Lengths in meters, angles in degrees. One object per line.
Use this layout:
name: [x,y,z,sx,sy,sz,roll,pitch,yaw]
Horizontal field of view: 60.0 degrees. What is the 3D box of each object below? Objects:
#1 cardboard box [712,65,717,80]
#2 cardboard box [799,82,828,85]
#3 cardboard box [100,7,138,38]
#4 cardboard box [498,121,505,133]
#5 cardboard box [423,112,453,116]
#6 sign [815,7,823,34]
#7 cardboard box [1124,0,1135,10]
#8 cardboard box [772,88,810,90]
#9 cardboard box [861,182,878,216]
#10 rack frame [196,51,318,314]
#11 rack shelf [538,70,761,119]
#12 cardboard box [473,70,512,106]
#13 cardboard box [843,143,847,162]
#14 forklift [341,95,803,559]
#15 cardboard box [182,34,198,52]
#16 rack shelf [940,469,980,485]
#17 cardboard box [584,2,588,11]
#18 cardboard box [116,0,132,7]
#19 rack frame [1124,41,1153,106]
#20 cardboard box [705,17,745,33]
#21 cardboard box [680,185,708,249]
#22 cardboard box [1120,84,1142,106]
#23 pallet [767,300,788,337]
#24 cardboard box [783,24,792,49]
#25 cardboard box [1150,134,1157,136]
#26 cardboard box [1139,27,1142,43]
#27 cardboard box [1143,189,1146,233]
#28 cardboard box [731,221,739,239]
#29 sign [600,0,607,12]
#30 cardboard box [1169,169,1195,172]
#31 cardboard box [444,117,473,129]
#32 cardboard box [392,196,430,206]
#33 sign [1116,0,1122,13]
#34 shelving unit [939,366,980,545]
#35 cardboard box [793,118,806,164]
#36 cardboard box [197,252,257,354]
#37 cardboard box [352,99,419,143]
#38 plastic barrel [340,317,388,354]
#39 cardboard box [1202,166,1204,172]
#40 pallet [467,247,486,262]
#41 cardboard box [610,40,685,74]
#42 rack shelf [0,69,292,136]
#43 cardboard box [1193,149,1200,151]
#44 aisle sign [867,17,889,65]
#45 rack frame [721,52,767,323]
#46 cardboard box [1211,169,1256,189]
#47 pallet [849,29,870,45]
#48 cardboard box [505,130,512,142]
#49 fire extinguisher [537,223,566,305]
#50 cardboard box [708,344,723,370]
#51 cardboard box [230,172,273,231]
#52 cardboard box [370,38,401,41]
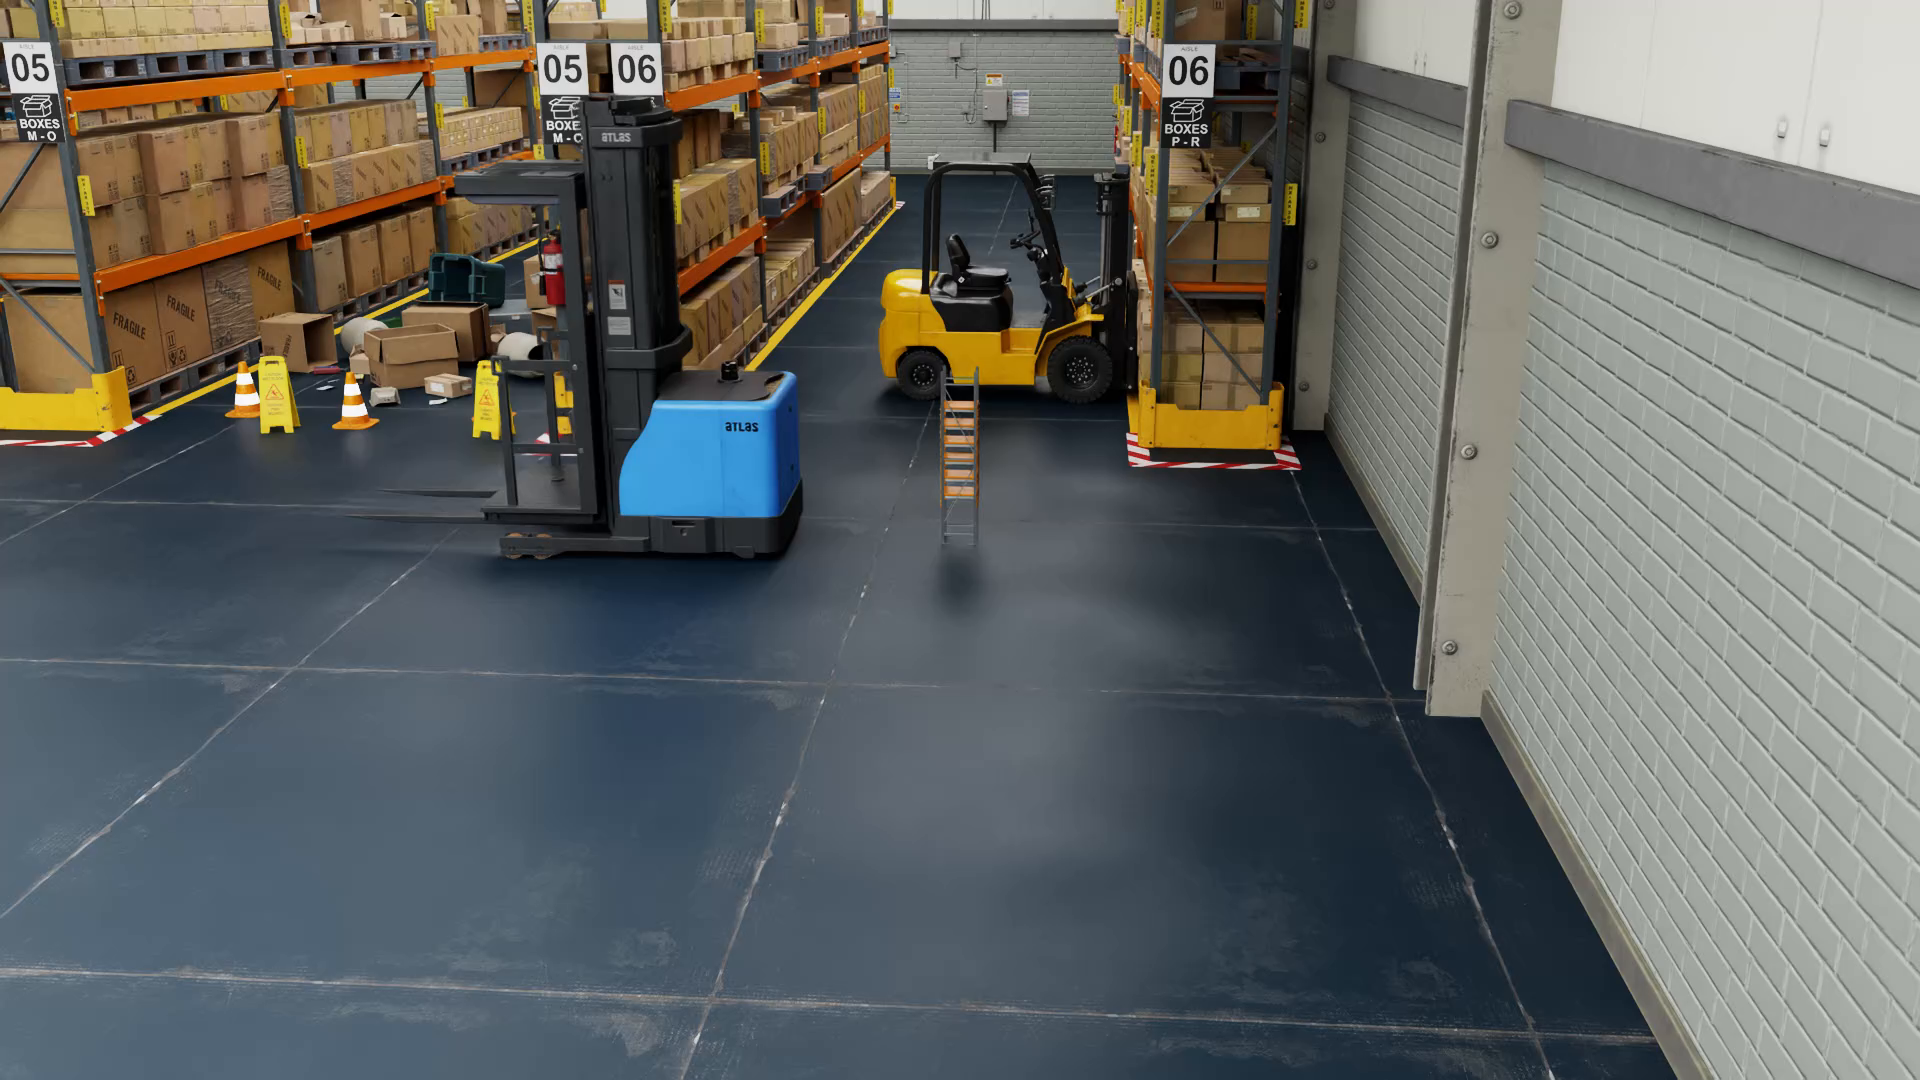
cardboard box: [-2.498,-4.395,15.604,0.380,0.149,0.250,2,18,5]
cardboard box: [-2.257,-6.751,25.444,0.500,0.500,0.500,1,18,3]
cardboard box: [-7.494,-4.473,14.367,0.500,0.250,0.500,1,18,3]
cardboard box: [-6.845,-6.005,24.183,0.380,0.149,0.250,1,18,2]
cardboard box: [-7.519,-6.083,23.943,0.380,0.149,0.250,1,18,3]
sign: [-1.761,-6.492,20.771,0.100,0.325,0.005,1,18,4]
cardboard box: [2.566,-7.772,23.933,0.396,0.266,0.258,1,18,3]
cardboard box: [-2.381,-6.154,23.621,0.500,0.500,0.500,1,18,3]
cardboard box: [-1.799,-5.529,26.919,0.875,0.438,0.875,1,18,2]
rack frame: [-7.533,-3.671,17.808,1.000,3.000,0.127,1,18,4]
rack shelf: [-2.732,-4.054,15.316,1.077,0.370,4.000,1,18,4]
cardboard box: [-7.196,-6.971,25.637,0.500,0.500,0.500,1,18,2]
cardboard box: [-1.888,-5.545,23.770,0.500,0.250,0.500,1,18,2]
forklift: [-2.653,-1.428,11.074,3.031,2.935,1.130,1,18,3]
cardboard box: [-7.349,-4.629,15.485,0.380,0.149,0.250,1,18,4]
rack shelf: [-0.001,-0.409,11.274,0.258,0.103,0.180,1,18,4]
cardboard box: [-6.497,-8.994,28.035,0.380,0.149,0.250,2,18,5]
cardboard box: [-7.422,-4.693,14.398,0.380,0.149,0.250,1,18,4]
rack frame: [2.936,-5.966,24.814,1.000,3.000,0.127,1,18,4]
cardboard box: [-2.336,-5.091,16.447,0.380,0.149,0.250,1,18,3]
cardboard box: [-2.531,-2.840,14.634,0.500,0.500,0.500,2,18,6]
cardboard box: [2.815,-7.034,26.633,0.500,0.500,0.500,2,18,5]
pallet: [-2.534,-2.508,18.739,1.003,0.211,1.213,1,18,4]
cardboard box: [-2.111,-5.475,18.064,0.500,0.250,0.500,1,18,3]
cardboard box: [2.322,-4.824,20.126,0.380,0.149,0.250,2,18,5]
cardboard box: [2.227,-5.581,18.128,0.500,0.311,0.500,1,18,2]
cardboard box: [2.015,-3.078,15.838,0.500,0.500,0.500,1,18,3]
cardboard box: [-2.377,-3.050,16.317,0.380,0.149,0.250,1,18,3]
sign: [-6.121,-9.225,28.520,0.100,0.325,0.005,1,18,4]
cardboard box: [1.870,-3.171,14.602,0.380,0.149,0.250,2,18,5]
cardboard box: [-6.944,-5.741,22.900,0.380,0.149,0.250,2,18,6]
cardboard box: [-7.459,-4.499,22.472,0.500,0.250,0.500,1,18,3]
sign: [2.682,-9.062,28.039,0.100,0.325,0.005,1,18,4]
shelving unit: [-0.001,-0.566,11.222,0.258,1.200,0.189,1,18,4]
cardboard box: [-2.118,-4.757,19.811,0.500,0.500,0.500,0,18,0]
cardboard box: [-7.709,-2.387,16.627,0.875,0.875,0.875,1,18,4]
cardboard box: [-7.288,-5.296,21.003,0.700,0.500,0.500,1,18,4]
plastic barrel: [-6.084,-2.060,17.029,0.512,0.421,0.421,17,25,41]
cardboard box: [2.613,-3.653,16.553,0.380,0.149,0.250,1,18,2]
pallet: [-7.189,-3.830,22.774,1.003,0.211,1.213,1,18,4]
cardboard box: [-2.573,-3.995,13.743,0.500,0.250,0.500,1,18,3]
rack shelf: [-7.676,-4.133,15.557,1.077,0.370,4.000,1,18,4]
cardboard box: [2.690,-4.181,18.165,0.380,0.149,0.250,1,18,3]
aisle sign: [-1.414,-8.569,28.583,0.394,0.787,0.004,1,18,4]
rack frame: [-2.588,-3.591,17.566,1.000,3.000,0.127,1,18,4]
cardboard box: [2.397,-3.158,14.563,0.380,0.149,0.250,2,18,6]
pallet: [-1.946,-7.713,25.471,1.003,0.211,1.213,1,18,4]
cardboard box: [-6.828,-5.950,24.492,0.380,0.149,0.250,1,18,4]
fire extinguisher: [-3.343,-2.287,13.710,0.296,0.674,0.183,1,18,4]
cardboard box: [-2.497,-1.645,15.367,0.500,0.250,0.500,2,18,6]
cardboard box: [-7.564,-3.456,16.911,0.875,0.550,0.550,1,18,4]
cardboard box: [-7.459,-6.569,21.675,0.500,0.500,0.500,1,18,4]
